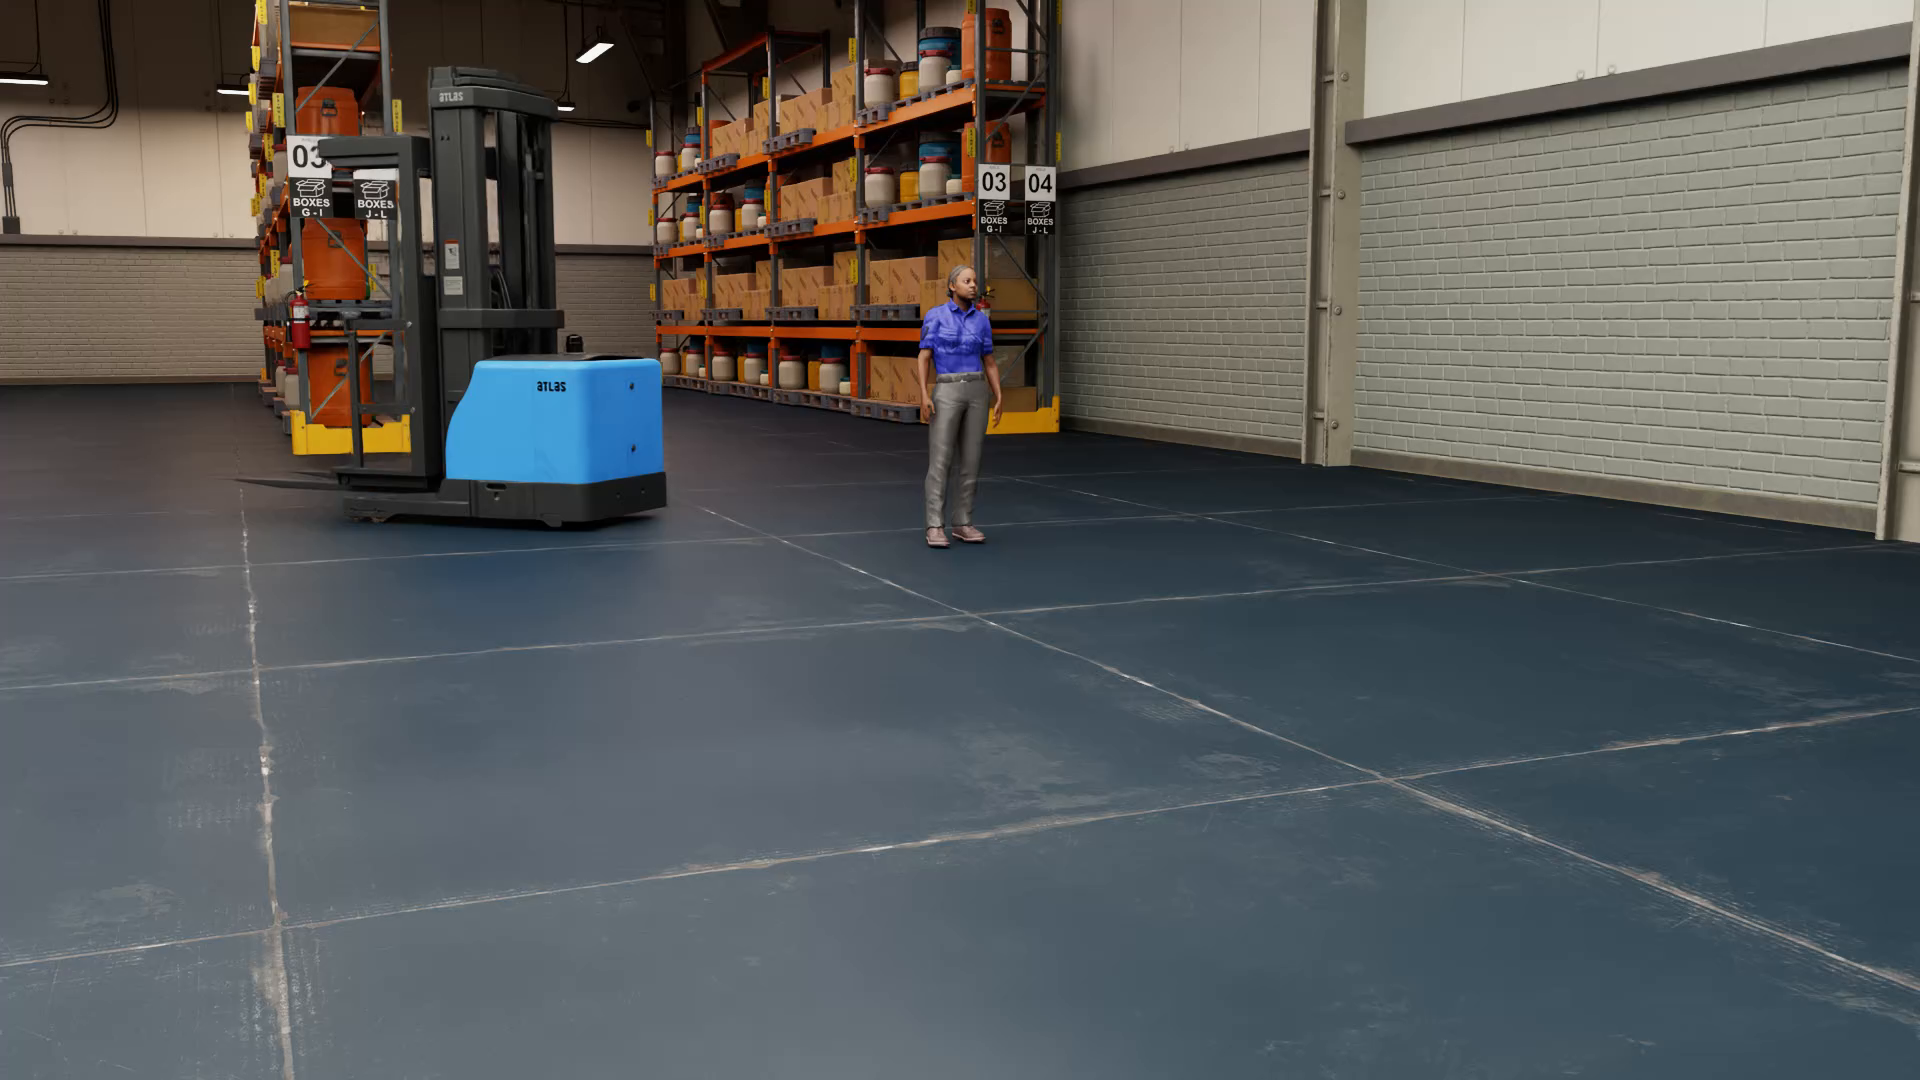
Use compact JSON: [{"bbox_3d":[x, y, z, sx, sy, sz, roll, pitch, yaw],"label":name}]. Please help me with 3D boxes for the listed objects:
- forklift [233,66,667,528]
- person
[{"bbox_3d":[-3.571,-1.626,11.276,3.031,2.935,1.130,3,8,21],"label":"forklift"},{"bbox_3d":[0.017,-0.816,9.958,0.570,1.654,0.504,-3,8,-23],"label":"person"}]
